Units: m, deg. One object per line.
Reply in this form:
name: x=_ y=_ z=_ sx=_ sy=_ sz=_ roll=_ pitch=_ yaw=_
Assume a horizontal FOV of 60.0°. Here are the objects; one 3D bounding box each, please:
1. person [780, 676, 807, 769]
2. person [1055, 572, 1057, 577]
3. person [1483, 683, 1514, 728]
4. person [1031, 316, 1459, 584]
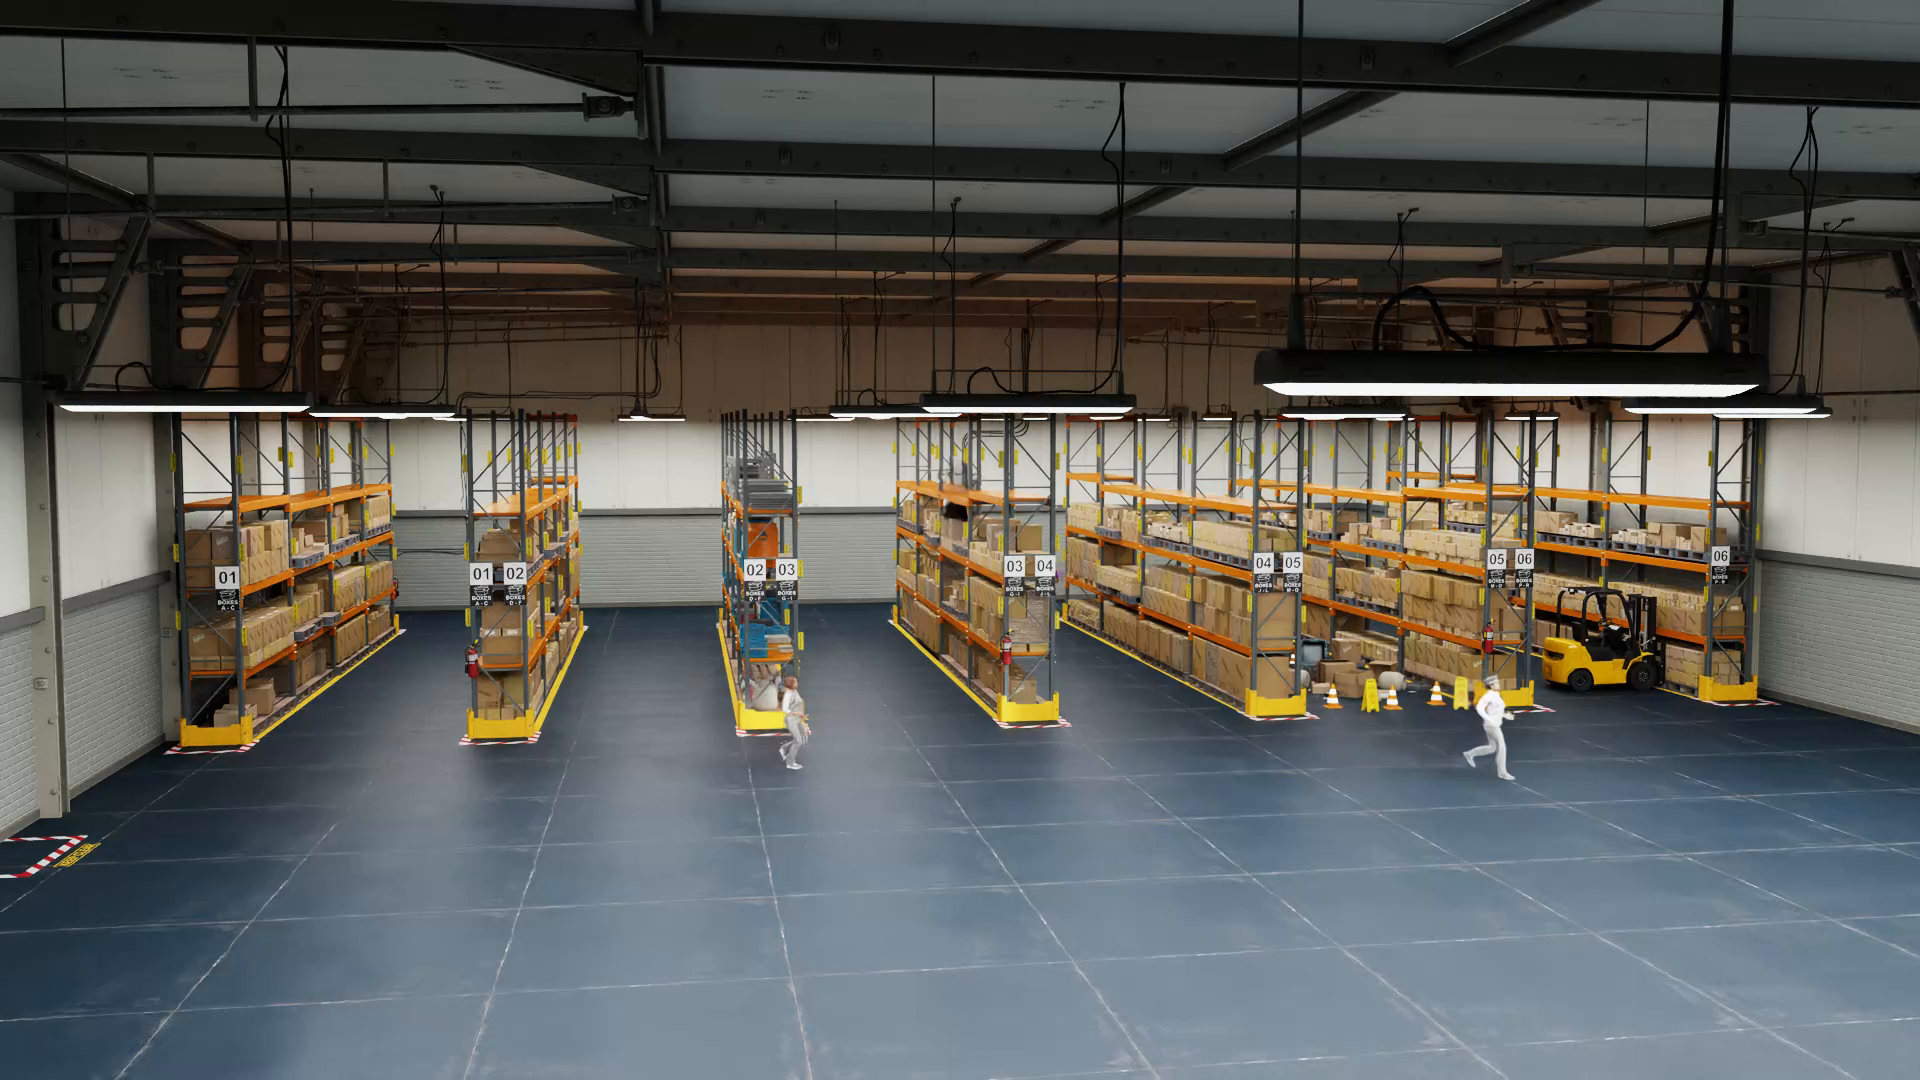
person: x=-2.755 y=3.021 z=27.575 sx=0.550 sy=1.552 sz=0.531 roll=1 pitch=4 yaw=16
person: x=2.501 y=1.545 z=49.277 sx=0.683 sy=1.481 sz=0.530 roll=3 pitch=5 yaw=39
person: x=8.678 y=2.609 z=26.827 sx=0.461 sy=0.782 sz=0.449 roll=2 pitch=5 yaw=28
person: x=9.998 y=-2.291 z=49.625 sx=10.237 sy=8.891 sz=13.171 roll=4 pitch=6 yaw=44
